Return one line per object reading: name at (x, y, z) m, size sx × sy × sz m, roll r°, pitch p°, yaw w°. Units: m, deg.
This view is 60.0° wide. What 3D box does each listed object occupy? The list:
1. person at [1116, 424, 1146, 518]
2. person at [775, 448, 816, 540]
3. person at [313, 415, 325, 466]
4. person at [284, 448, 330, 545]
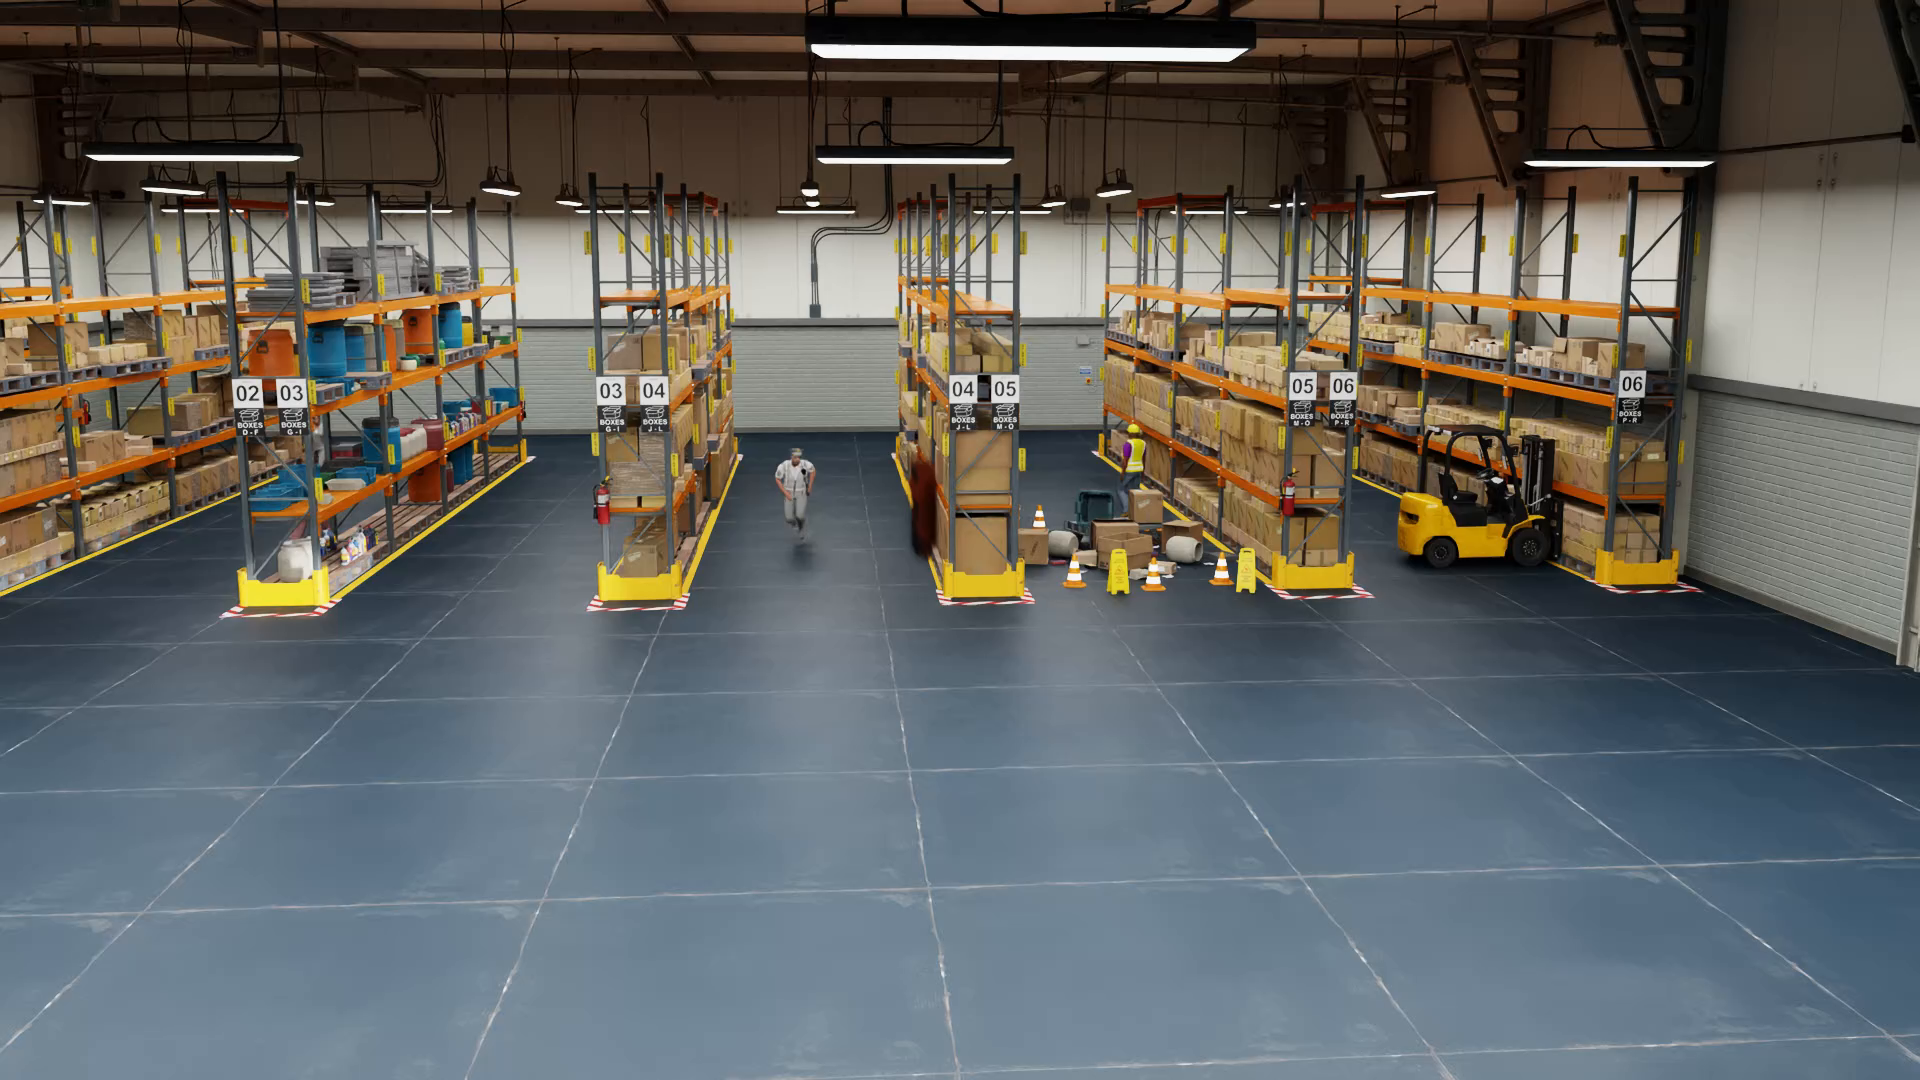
person at (3.178, -1.250, 30.755) m, size 0.612 × 1.786 × 0.405 m, roll -7°, pitch 12°, yaw -36°
person at (-2.751, -0.779, 27.863) m, size 0.648 × 1.597 × 0.721 m, roll 1°, pitch 10°, yaw 4°
person at (-13.481, -1.904, 34.898) m, size 0.394 × 1.549 × 0.899 m, roll -1°, pitch 10°, yaw -5°
person at (-11.039, -0.751, 28.143) m, size 0.908 × 1.633 × 0.504 m, roll -6°, pitch 12°, yaw -32°
